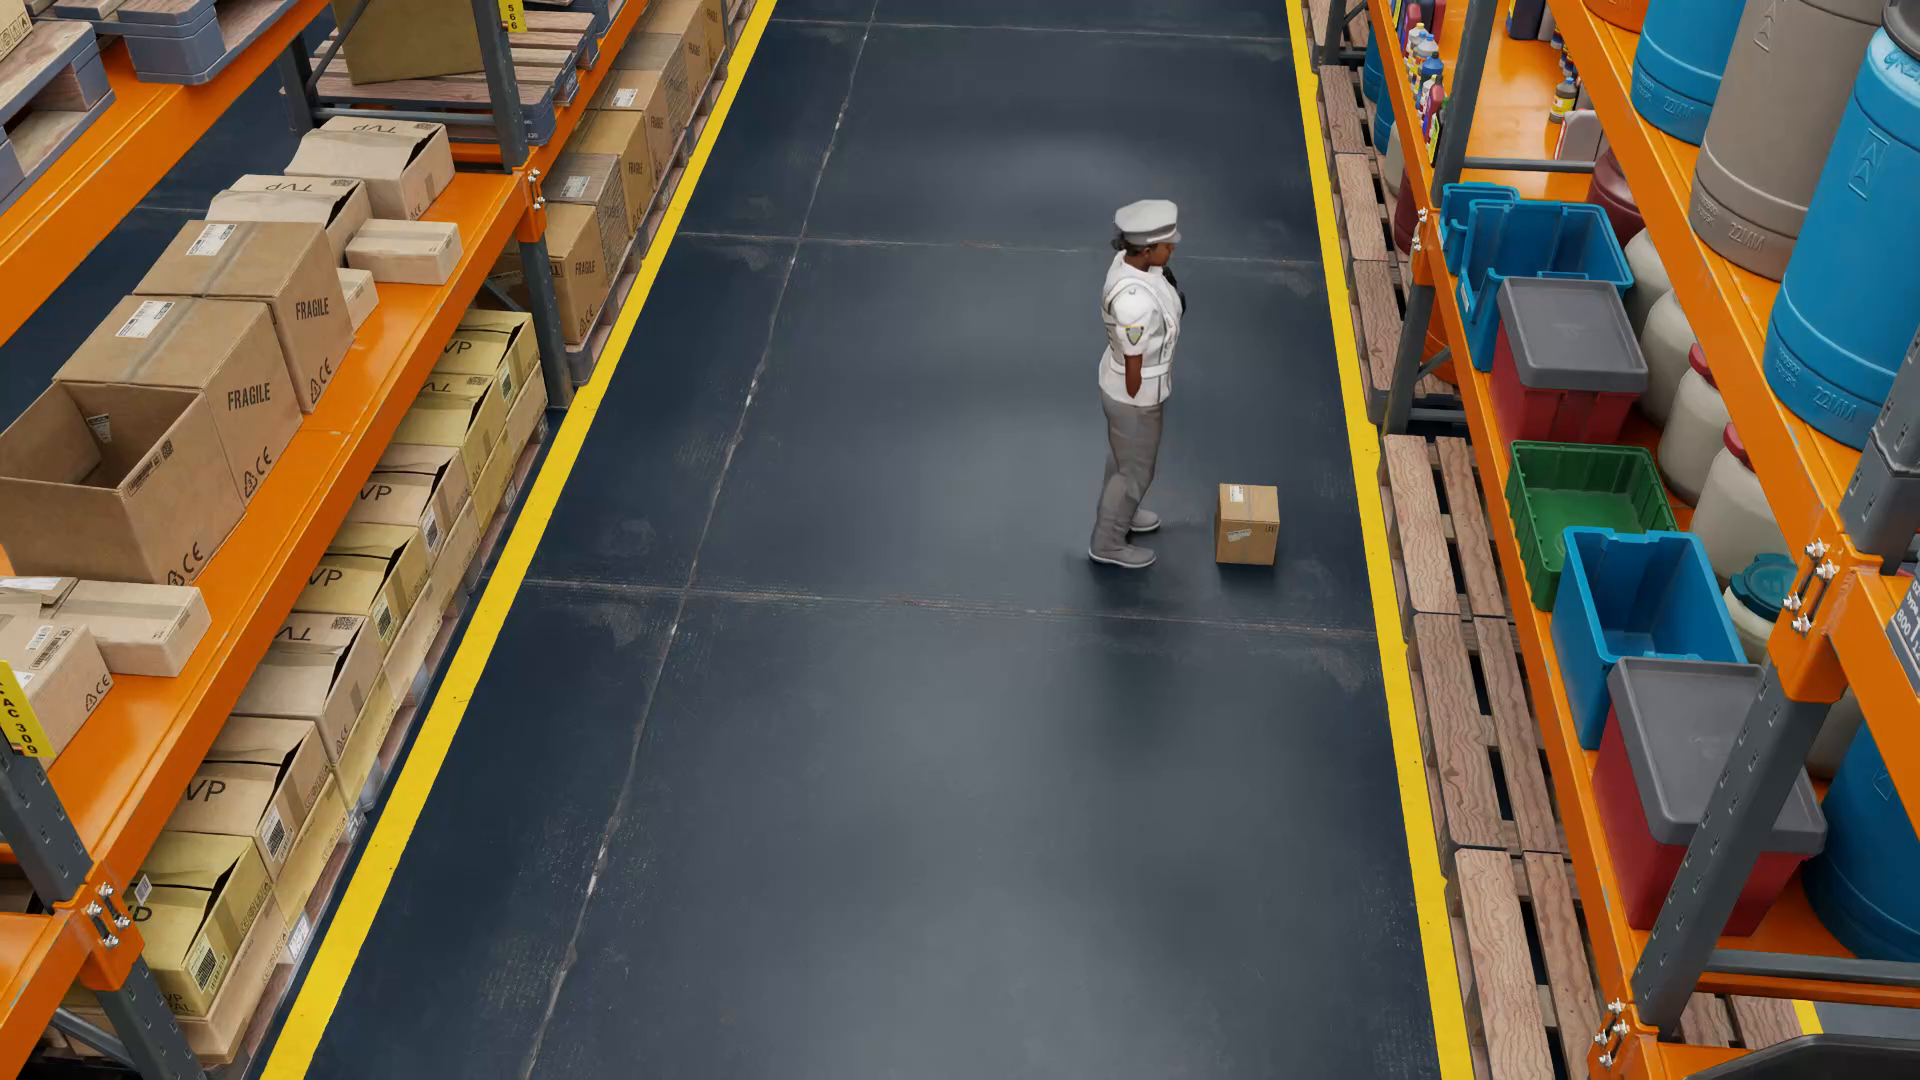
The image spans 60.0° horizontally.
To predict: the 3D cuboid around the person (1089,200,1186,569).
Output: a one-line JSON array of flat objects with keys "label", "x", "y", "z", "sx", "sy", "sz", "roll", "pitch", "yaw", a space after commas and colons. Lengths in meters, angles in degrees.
[{"label": "person", "x": 0.739, "y": -0.638, "z": 6.914, "sx": 0.342, "sy": 1.665, "sz": 0.438, "roll": 4, "pitch": 40, "yaw": 5}]
